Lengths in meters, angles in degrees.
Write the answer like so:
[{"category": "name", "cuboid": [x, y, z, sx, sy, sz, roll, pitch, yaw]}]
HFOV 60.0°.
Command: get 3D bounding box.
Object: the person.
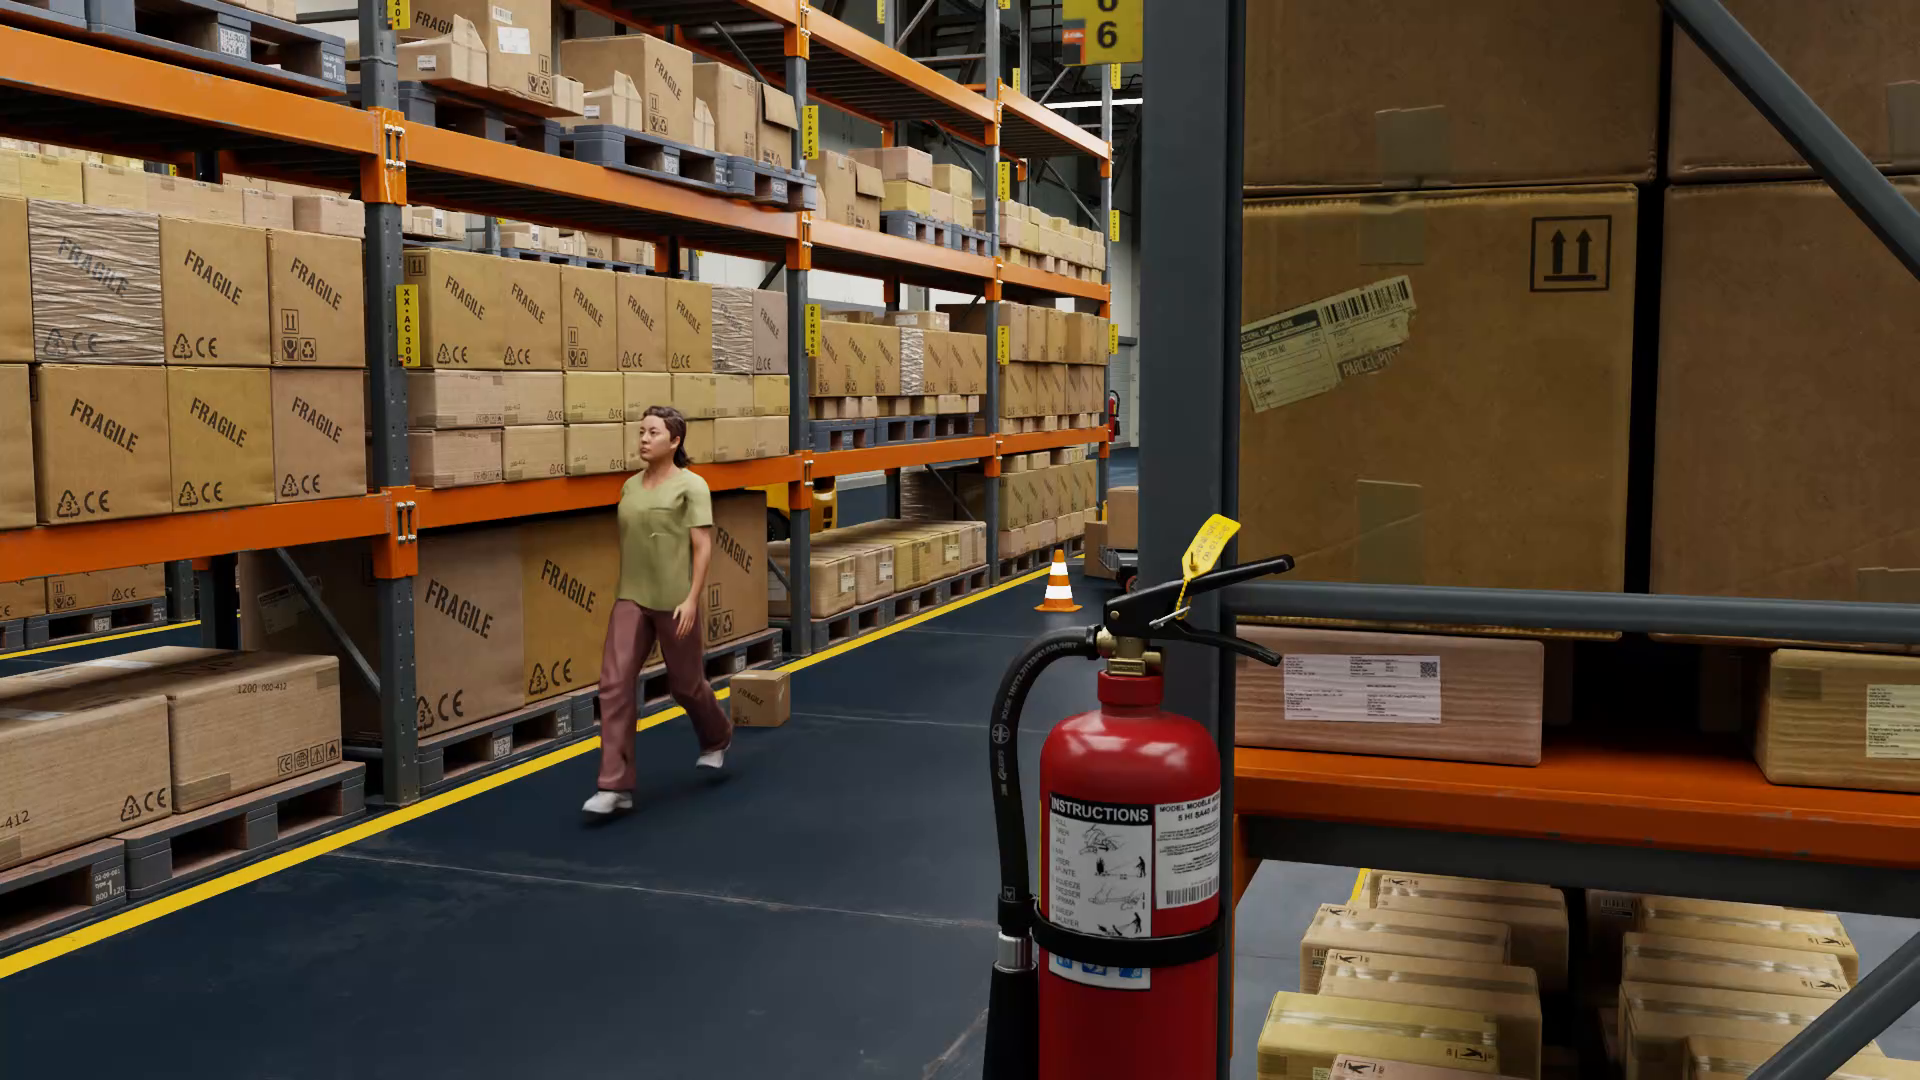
[{"category": "person", "cuboid": [-1.225, 0.261, 6.877, 0.447, 1.629, 0.968, 2, 6, 18]}]
